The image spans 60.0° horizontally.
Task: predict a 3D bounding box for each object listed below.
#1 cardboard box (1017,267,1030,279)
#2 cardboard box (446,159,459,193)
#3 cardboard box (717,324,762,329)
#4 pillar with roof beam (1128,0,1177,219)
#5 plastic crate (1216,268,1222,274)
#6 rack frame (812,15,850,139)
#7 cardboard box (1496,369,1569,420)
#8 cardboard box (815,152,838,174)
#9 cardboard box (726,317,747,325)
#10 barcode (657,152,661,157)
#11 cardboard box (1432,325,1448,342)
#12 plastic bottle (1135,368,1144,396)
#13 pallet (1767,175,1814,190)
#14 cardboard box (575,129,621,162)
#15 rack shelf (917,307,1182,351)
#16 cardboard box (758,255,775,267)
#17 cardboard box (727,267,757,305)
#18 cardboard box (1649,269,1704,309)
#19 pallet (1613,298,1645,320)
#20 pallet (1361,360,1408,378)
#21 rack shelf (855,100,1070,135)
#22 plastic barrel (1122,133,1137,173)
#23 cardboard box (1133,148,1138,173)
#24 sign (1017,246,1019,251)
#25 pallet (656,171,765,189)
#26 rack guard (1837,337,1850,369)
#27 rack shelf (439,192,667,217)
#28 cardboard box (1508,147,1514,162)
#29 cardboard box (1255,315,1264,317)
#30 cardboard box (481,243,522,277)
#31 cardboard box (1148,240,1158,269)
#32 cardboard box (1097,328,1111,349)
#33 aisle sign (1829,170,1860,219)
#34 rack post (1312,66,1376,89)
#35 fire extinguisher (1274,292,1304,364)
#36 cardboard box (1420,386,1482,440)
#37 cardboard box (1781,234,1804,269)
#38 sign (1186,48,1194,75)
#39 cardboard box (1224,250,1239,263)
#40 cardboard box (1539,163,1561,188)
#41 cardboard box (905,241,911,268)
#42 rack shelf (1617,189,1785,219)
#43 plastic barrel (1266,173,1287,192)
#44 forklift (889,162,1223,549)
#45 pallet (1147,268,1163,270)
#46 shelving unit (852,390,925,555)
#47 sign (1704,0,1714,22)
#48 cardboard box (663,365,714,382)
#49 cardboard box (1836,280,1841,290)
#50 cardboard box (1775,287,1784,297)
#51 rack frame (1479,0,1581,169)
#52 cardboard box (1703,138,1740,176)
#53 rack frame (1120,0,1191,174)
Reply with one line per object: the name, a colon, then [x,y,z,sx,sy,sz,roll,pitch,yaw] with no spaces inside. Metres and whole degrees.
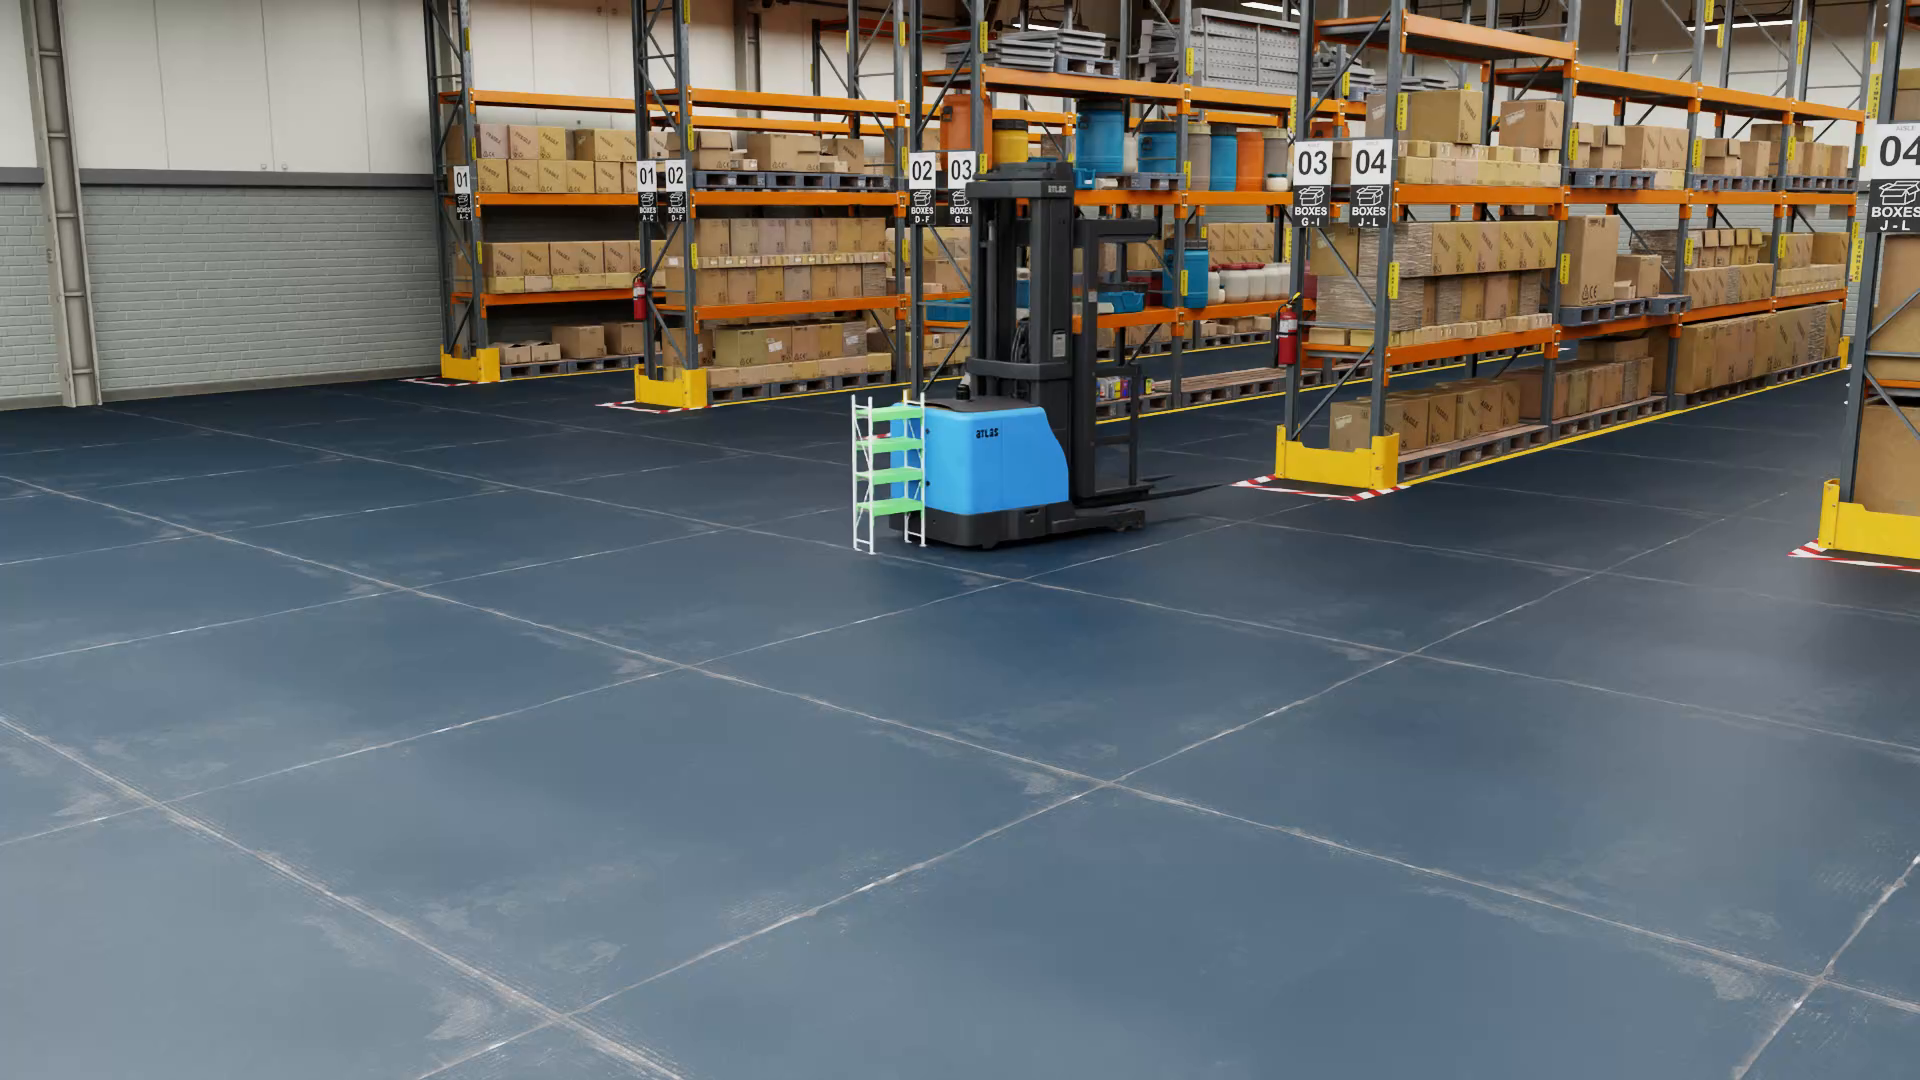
cardboard box: [1.134,-4.392,27.769,0.500,0.311,0.500,11,16,44]
cardboard box: [-7.512,-5.570,25.477,0.500,0.500,0.500,-11,16,-43]
cardboard box: [-3.094,-2.798,23.596,0.500,0.500,0.500,10,15,40]
pillar with roof beam: [7.331,-9.195,36.271,9.100,9.000,0.548,10,15,40]
plastic crate: [3.829,-3.676,23.792,0.402,0.464,0.583,10,15,40]
rack frame: [-2.316,-8.065,30.616,1.000,3.000,0.127,10,15,40]
cardboard box: [6.627,-1.691,19.278,0.700,0.500,0.500,8,14,36]
cardboard box: [-2.120,-5.477,24.116,0.500,0.311,0.500,9,14,37]
cardboard box: [-4.180,-3.718,29.425,0.700,0.500,0.500,9,15,39]
barcode: [-4.037,-5.169,22.291,0.001,0.075,0.075,10,15,40]
cardboard box: [4.608,-2.057,16.495,0.380,0.149,0.250,10,15,40]
plastic bottle: [2.277,-2.039,21.400,0.144,0.351,0.185,9,15,39]
pallet: [12.035,-5.337,24.842,1.003,0.211,1.213,10,15,40]
cardboard box: [-5.774,-6.286,26.507,0.500,0.500,0.500,9,14,38]
rack shelf: [1.165,-2.607,20.442,1.077,0.370,4.000,10,15,40]
cardboard box: [-2.772,-3.856,22.945,0.380,0.149,0.250,9,14,38]
cardboard box: [-3.213,-3.500,22.823,0.700,0.500,0.500,10,15,42]
cardboard box: [9.371,-3.287,21.757,0.500,0.500,0.500,10,15,42]
pallet: [7.570,-2.811,20.119,1.003,0.211,1.213,10,15,40]
pallet: [6.420,-2.775,26.566,1.003,0.211,1.213,10,15,40]
rack shelf: [0.087,-6.582,26.049,1.077,0.370,4.000,10,15,40]
plastic barrel: [2.053,-4.948,21.308,0.421,0.512,0.421,0,11,0]
cardboard box: [2.782,-6.586,29.284,0.600,0.600,0.600,9,14,38]
sign: [0.993,-5.081,28.239,0.100,0.325,0.005,10,15,40]
pallet: [-3.387,-4.835,22.326,1.003,0.211,1.213,10,15,40]
rack guard: [14.143,-3.157,27.740,1.175,0.500,0.348,10,15,40]
rack shelf: [-6.277,-5.359,26.561,1.077,0.370,4.000,10,15,40]
cardboard box: [5.474,-3.973,17.153,0.380,0.149,0.250,11,15,42]
cardboard box: [5.786,-4.411,33.534,0.500,0.250,0.500,10,15,40]
cardboard box: [-7.056,-4.282,25.407,0.500,0.500,0.500,10,15,40]
cardboard box: [3.161,-5.177,30.144,0.500,0.500,0.700,-9,15,-39]
cardboard box: [2.264,-3.581,28.741,0.500,0.500,0.500,9,14,38]
aisle sign: [14.400,-5.626,27.082,0.394,0.787,0.004,10,15,40]
rack post: [5.573,-6.859,24.771,0.954,0.300,0.937,10,15,40]
fire extinguisher: [3.144,-2.030,15.913,0.296,0.674,0.183,10,15,40]
cardboard box: [5.188,-1.353,17.638,0.500,0.500,0.500,8,14,35]
cardboard box: [12.326,-4.339,24.988,0.500,0.500,0.500,10,15,40]
sign: [2.891,-6.021,20.913,0.100,0.325,0.005,10,15,40]
cardboard box: [4.924,-5.236,31.515,0.500,0.500,0.500,10,15,41]
cardboard box: [6.101,-3.910,17.854,0.500,0.250,0.500,11,15,42]
cardboard box: [-1.122,-5.515,32.100,0.500,0.500,0.500,10,15,40]
rack shelf: [10.166,-4.614,22.835,1.077,0.370,4.000,10,15,40]
plastic barrel: [4.462,-5.028,23.423,0.301,0.262,0.301,0,11,0]
forklift: [0.903,-1.576,13.618,3.031,2.935,1.130,-9,14,-37]
pallet: [3.438,-4.874,30.447,1.003,0.211,1.213,10,15,40]
shelving unit: [-0.546,-0.524,12.771,0.503,1.200,0.258,-9,14,-37]
sign: [9.260,-6.572,20.554,0.100,0.325,0.005,10,15,40]
cardboard box: [-3.741,-2.281,22.922,0.500,0.250,0.500,10,15,40]
cardboard box: [13.969,-4.122,26.834,0.380,0.149,0.250,10,15,41]
cardboard box: [11.932,-3.668,24.558,0.380,0.149,0.250,10,15,40]
rack frame: [6.206,-5.555,18.051,1.000,3.000,0.127,10,15,40]
cardboard box: [10.179,-5.233,22.758,0.797,0.503,0.637,10,15,40]
rack frame: [2.485,-6.196,21.257,1.000,3.000,0.127,10,15,40]
